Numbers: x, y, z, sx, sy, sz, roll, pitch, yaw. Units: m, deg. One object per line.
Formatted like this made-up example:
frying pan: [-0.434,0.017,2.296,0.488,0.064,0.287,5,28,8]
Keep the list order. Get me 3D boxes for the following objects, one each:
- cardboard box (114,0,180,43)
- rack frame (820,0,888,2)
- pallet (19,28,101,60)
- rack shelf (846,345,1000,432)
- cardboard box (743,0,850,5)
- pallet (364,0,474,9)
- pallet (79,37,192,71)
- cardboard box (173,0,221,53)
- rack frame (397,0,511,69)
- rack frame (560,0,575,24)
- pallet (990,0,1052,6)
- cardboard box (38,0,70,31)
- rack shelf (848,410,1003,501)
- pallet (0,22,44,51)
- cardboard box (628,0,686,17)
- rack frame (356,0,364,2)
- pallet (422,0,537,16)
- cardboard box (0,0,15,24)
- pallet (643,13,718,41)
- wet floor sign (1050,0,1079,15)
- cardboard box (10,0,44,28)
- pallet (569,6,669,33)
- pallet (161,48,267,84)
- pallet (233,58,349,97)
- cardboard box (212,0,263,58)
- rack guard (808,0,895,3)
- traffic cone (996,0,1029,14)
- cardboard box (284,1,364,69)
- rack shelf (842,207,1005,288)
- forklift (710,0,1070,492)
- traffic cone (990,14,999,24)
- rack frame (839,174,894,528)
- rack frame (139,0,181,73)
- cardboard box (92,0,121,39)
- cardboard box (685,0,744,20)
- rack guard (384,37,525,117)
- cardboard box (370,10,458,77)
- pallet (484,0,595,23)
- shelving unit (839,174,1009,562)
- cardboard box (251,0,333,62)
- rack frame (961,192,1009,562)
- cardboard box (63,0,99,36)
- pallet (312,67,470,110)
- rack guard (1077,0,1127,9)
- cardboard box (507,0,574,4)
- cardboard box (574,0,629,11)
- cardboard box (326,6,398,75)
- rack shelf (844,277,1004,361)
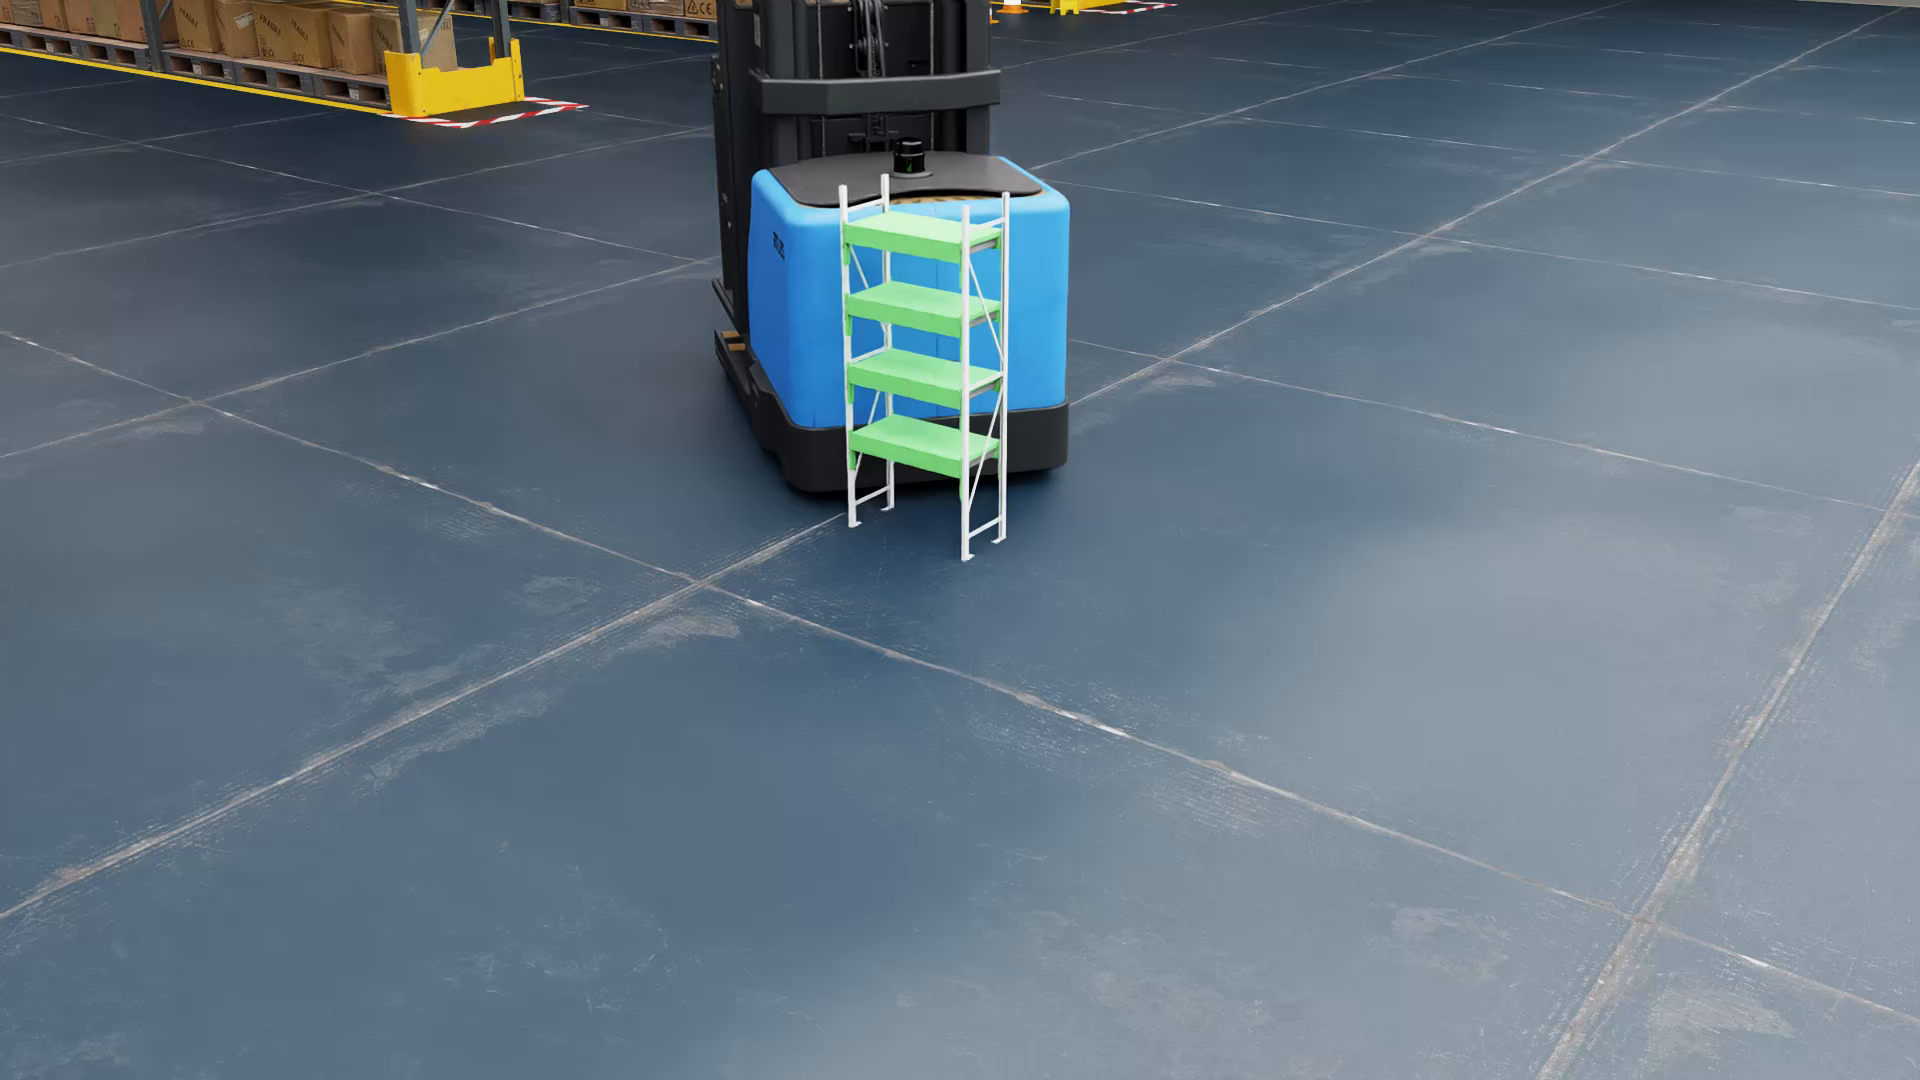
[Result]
cardboard box: [-7.853,-5.208,16.405,0.500,0.500,0.700,14,28,29]
rack frame: [-1.118,-6.604,17.018,0.127,3.000,1.000,17,29,33]
pallet: [-8.979,-5.202,17.294,1.213,0.211,1.003,17,29,33]
rack shelf: [-0.117,-0.514,5.587,0.480,0.148,0.258,16,29,32]
cardboard box: [-1.701,-5.966,17.685,0.875,0.875,0.875,17,29,34]
pallet: [-6.934,-7.047,21.483,1.213,0.211,1.003,17,29,33]
pallet: [-7.998,-4.907,16.625,1.213,0.211,1.003,17,29,33]
cardboard box: [-7.079,-4.934,15.807,0.500,0.500,0.500,16,28,32]
rack frame: [-4.174,-5.028,13.441,0.127,3.000,1.000,17,29,33]
rack frame: [-4.319,-7.571,19.213,0.127,3.000,1.000,17,29,33]
pallet: [1.080,-7.175,21.774,1.213,0.211,1.003,17,29,33]
cardboard box: [-9.118,-5.599,17.293,0.500,0.500,0.700,20,31,38]
rack shelf: [-0.117,-0.295,5.684,0.480,0.148,0.258,16,29,32]
pallet: [-9.951,-5.497,17.964,1.213,0.211,1.003,17,29,33]
cardboard box: [-3.134,-6.400,18.669,0.875,0.875,0.875,17,29,34]
rack frame: [-7.520,-8.538,21.408,0.127,3.000,1.000,17,29,33]
pallet: [-5.962,-6.752,20.813,1.213,0.211,1.003,17,29,33]
cardboard box: [-10.027,-5.864,17.894,0.500,0.500,0.700,15,28,31]
pallet: [-2.777,-5.791,18.632,1.213,0.211,1.003,17,29,33]
wet floor sign: [1.280,-6.757,20.285,0.267,0.644,0.232,-15,28,-30]
cardboard box: [-9.576,-5.734,17.599,0.500,0.500,0.700,14,27,29]
pallet: [-3.757,-6.086,19.301,1.213,0.211,1.003,17,29,33]
pallet: [-6.816,-4.568,15.856,1.213,0.211,1.003,17,29,33]
pallet: [-5.836,-4.273,15.187,1.213,0.211,1.003,17,29,33]
cardboard box: [-6.616,-4.798,15.498,0.500,0.500,0.500,-16,28,-31]
rack guard: [-1.099,-5.454,17.509,0.348,0.500,1.175,17,29,33]
traffic cone: [0.652,-6.752,20.501,0.334,0.463,0.336,17,29,33]
cardboard box: [-5.652,-4.524,14.876,0.500,0.500,0.500,20,31,38]
rack shelf: [-0.117,-0.953,5.394,0.480,0.148,0.258,16,29,32]
forklift: [-0.482,-2.081,6.838,1.130,2.935,3.031,-6,25,-14]
traffic cone: [0.258,-6.312,19.501,0.334,0.463,0.336,17,29,33]
rack frame: [-0.314,-0.630,5.692,0.015,1.200,0.240,16,29,32]
rack frame: [-7.375,-5.995,15.637,0.127,3.000,1.000,17,29,33]
cardboard box: [-8.223,-5.330,16.680,0.500,0.500,0.700,17,29,33]
cardboard box: [-2.406,-6.178,18.167,0.875,0.875,0.875,16,29,32]
rack guard: [-4.235,-3.902,13.987,0.348,0.500,1.175,17,29,33]
cardboard box: [-4.663,-4.233,14.216,0.500,0.500,0.500,-20,31,-38]
pallet: [-4.982,-6.457,20.144,1.213,0.211,1.003,17,29,33]
shelving unit: [-0.117,-0.573,5.562,0.503,1.200,0.258,16,29,32]
cardboard box: [-6.072,-4.673,15.215,0.500,0.500,0.500,14,27,29]
rack frame: [0.081,-0.515,5.431,0.015,1.200,0.240,16,29,32]
cardboard box: [-8.671,-5.465,16.987,0.500,0.500,0.700,14,27,29]
pallet: [-4.864,-3.978,14.517,1.213,0.211,1.003,17,29,33]
rack guard: [1.709,-7.100,21.244,0.348,0.500,1.175,17,29,33]
cardboard box: [-4.870,-6.855,19.857,0.750,0.750,1.050,17,29,33]
cardboard box: [-3.858,-6.616,19.160,0.875,0.875,0.875,17,29,34]
cardboard box: [-5.162,-4.366,14.519,0.500,0.500,0.500,-17,29,-34]
rack shelf: [-0.117,-0.734,5.491,0.480,0.148,0.258,16,29,32]
